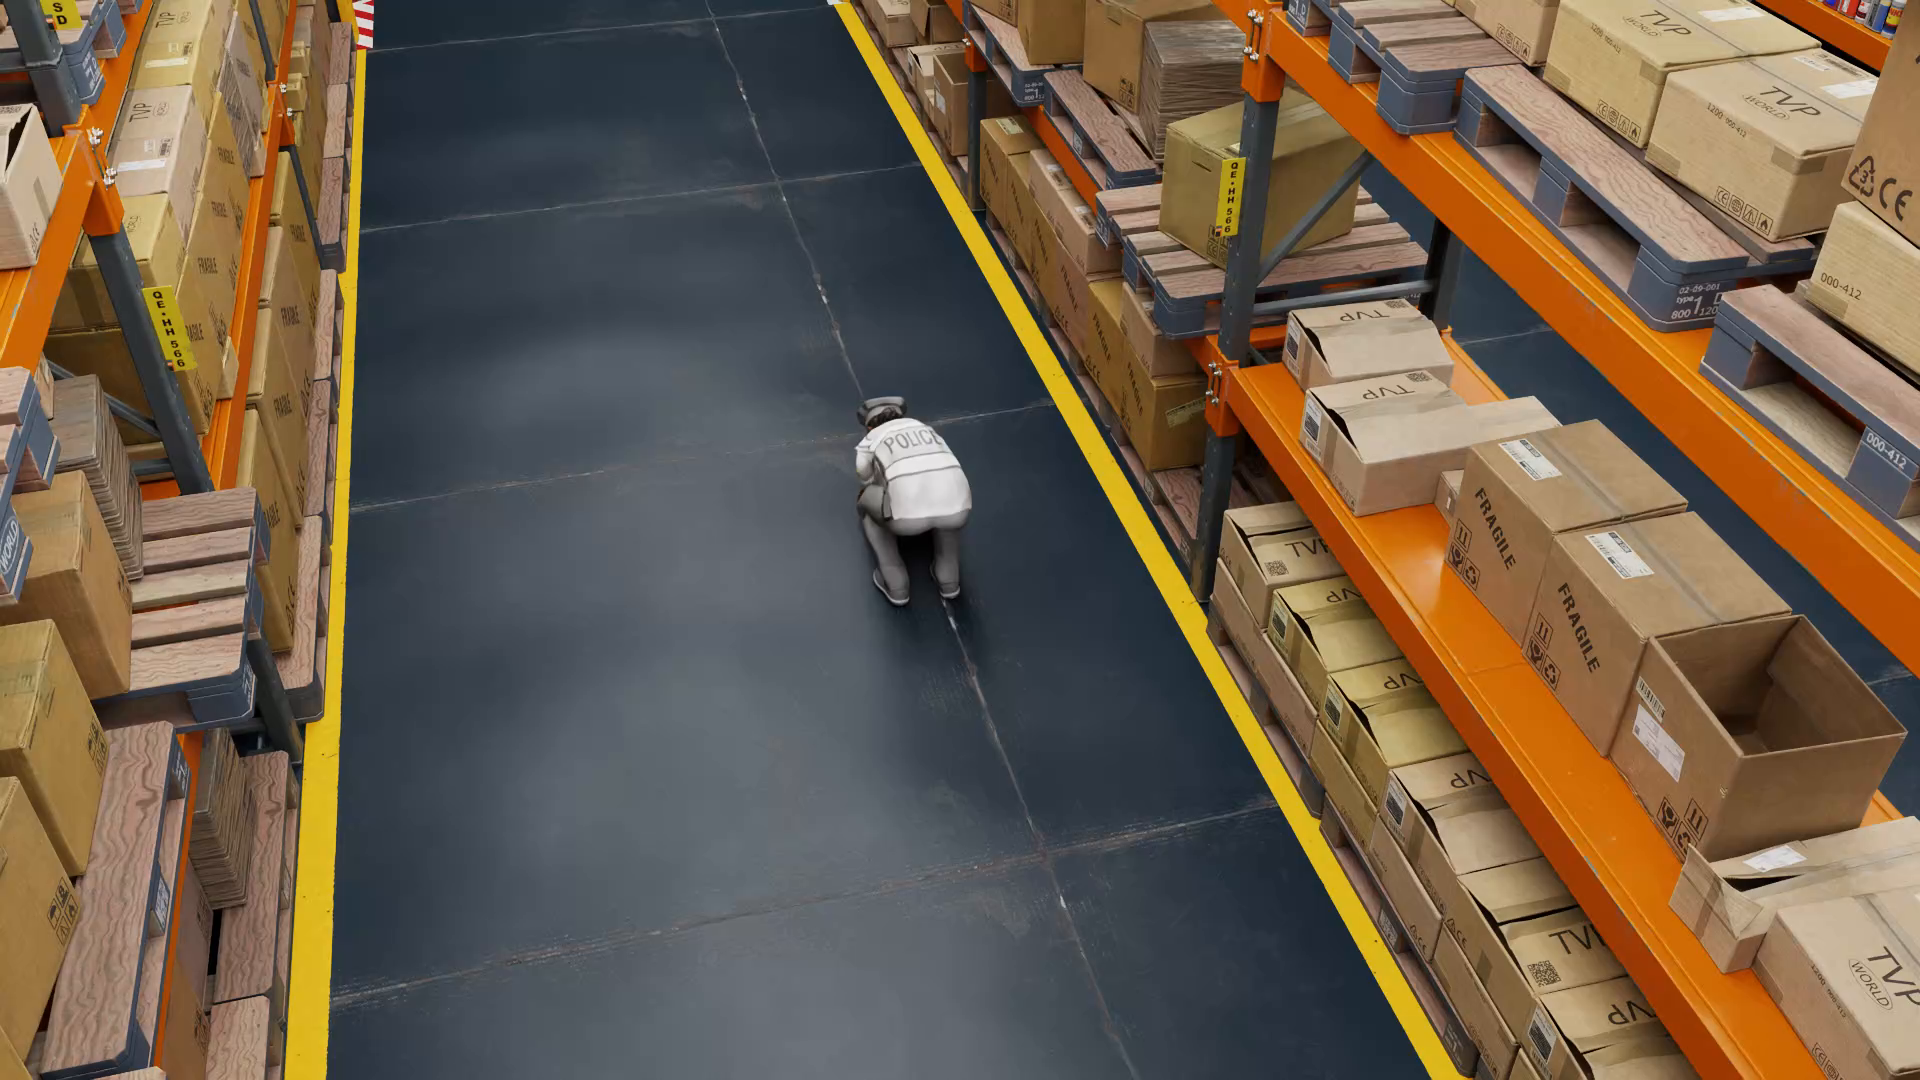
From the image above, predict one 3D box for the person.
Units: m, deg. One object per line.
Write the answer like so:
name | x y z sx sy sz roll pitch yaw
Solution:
person | -0.216 -0.474 7.308 0.415 1.677 0.536 -10 40 -13
